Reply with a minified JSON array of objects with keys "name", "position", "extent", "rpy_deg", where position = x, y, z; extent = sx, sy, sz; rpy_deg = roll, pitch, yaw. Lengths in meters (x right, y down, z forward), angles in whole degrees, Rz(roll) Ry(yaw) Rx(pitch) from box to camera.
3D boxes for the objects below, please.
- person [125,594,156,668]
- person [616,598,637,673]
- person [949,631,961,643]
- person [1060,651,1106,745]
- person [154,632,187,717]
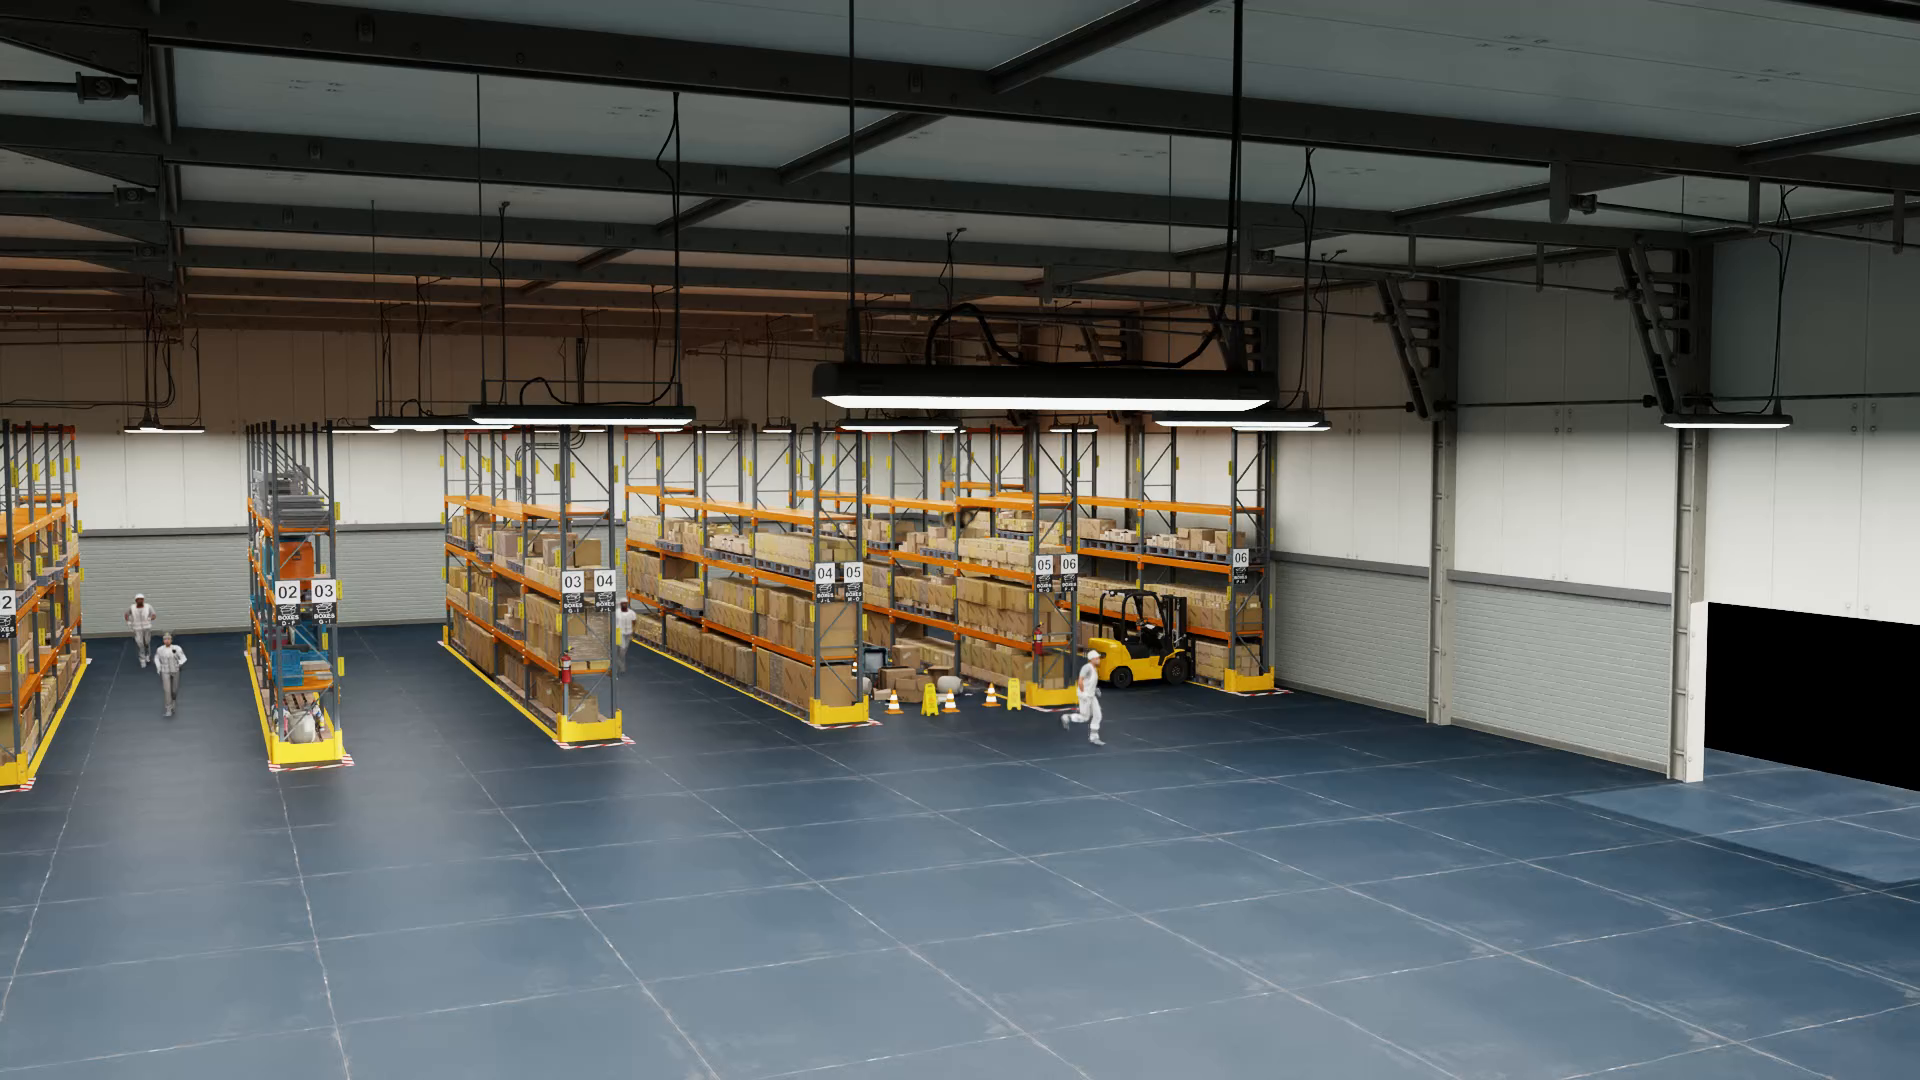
[{"name":"person","position":[-20.396,2.236,41.435],"extent":[0.687,1.802,0.890],"rpy_deg":[-2,4,-32]},{"name":"person","position":[-8.196,2.313,40.538],"extent":[0.674,1.832,0.785],"rpy_deg":[-3,4,-37]},{"name":"person","position":[-0.070,2.109,44.526],"extent":[0.597,1.664,0.747],"rpy_deg":[-2,4,-25]},{"name":"person","position":[2.313,2.930,31.029],"extent":[0.895,1.759,0.662],"rpy_deg":[2,4,26]},{"name":"person","position":[-16.186,2.720,34.104],"extent":[0.610,1.694,0.860],"rpy_deg":[-2,4,-23]}]
